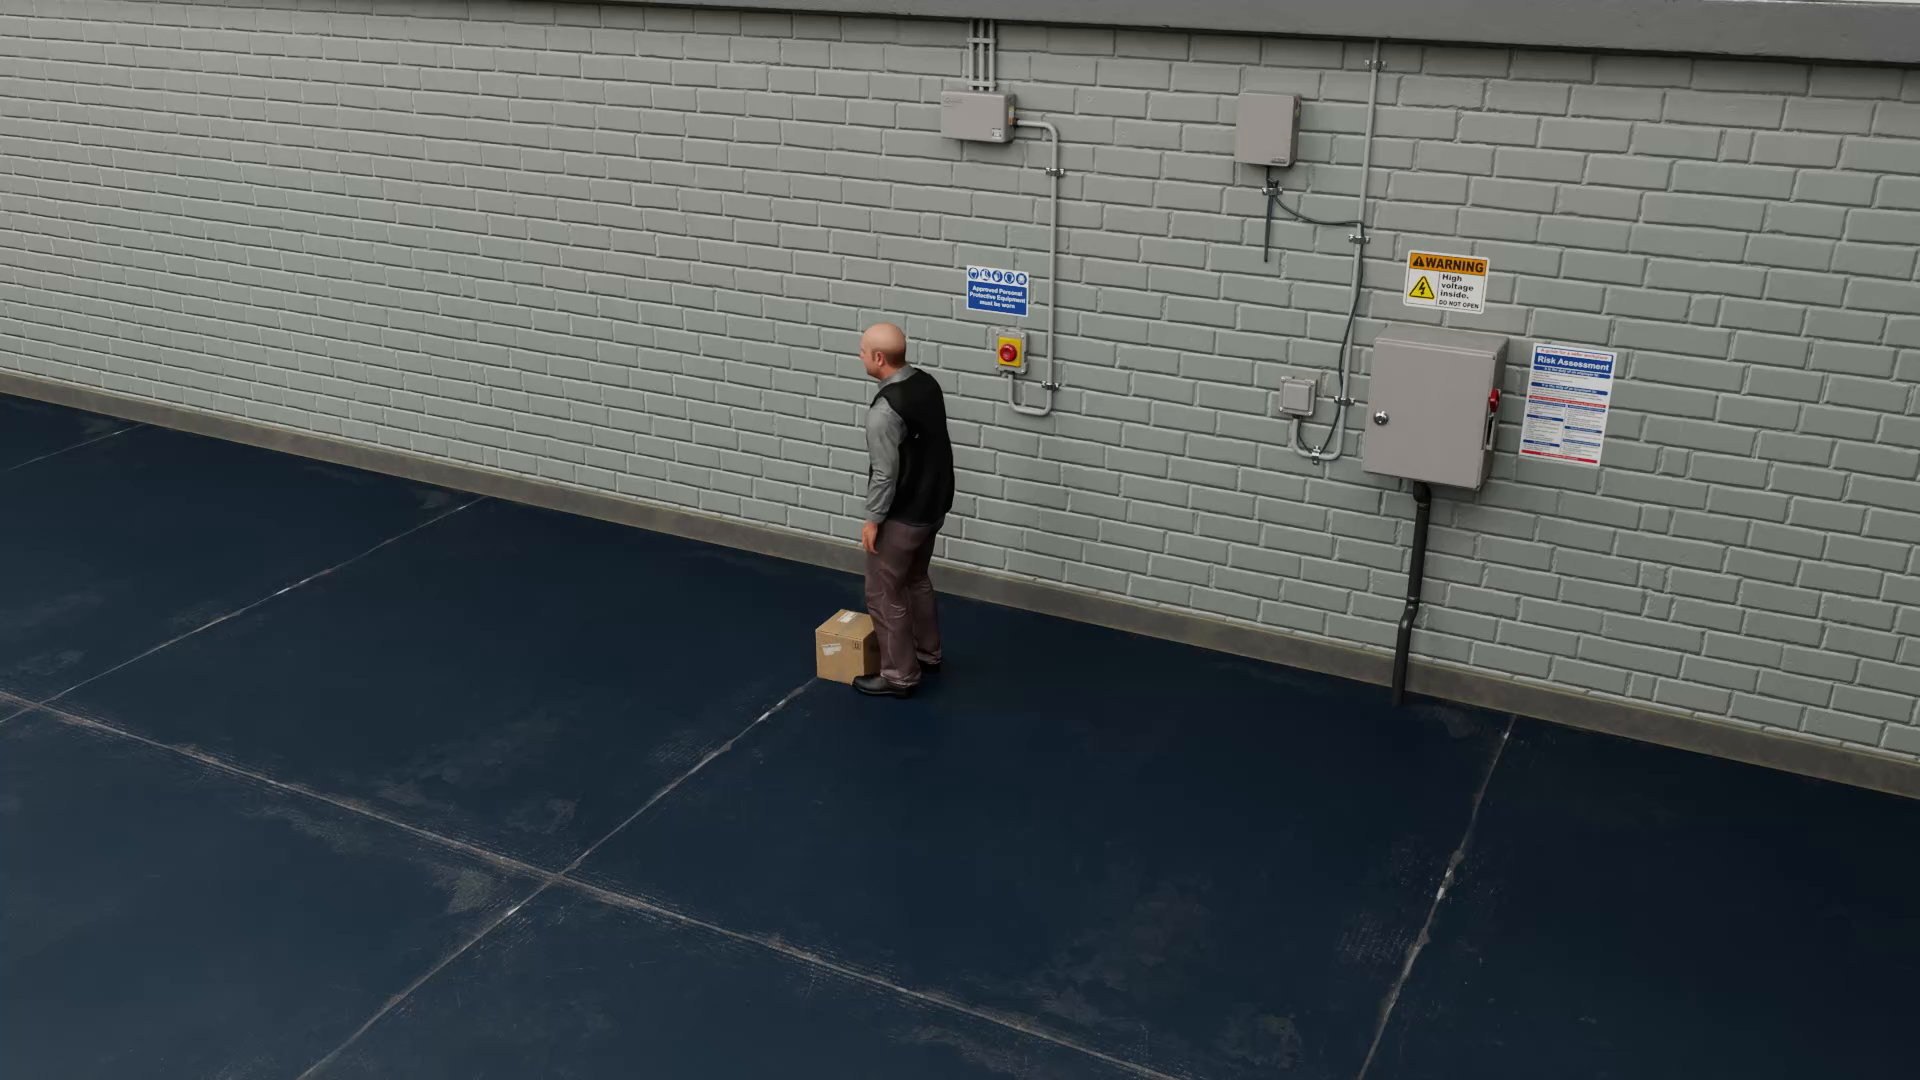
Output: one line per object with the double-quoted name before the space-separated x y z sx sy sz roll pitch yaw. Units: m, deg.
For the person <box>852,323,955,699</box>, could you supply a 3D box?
"person" -0.246 -0.128 7.434 0.420 1.720 0.581 10 25 22
